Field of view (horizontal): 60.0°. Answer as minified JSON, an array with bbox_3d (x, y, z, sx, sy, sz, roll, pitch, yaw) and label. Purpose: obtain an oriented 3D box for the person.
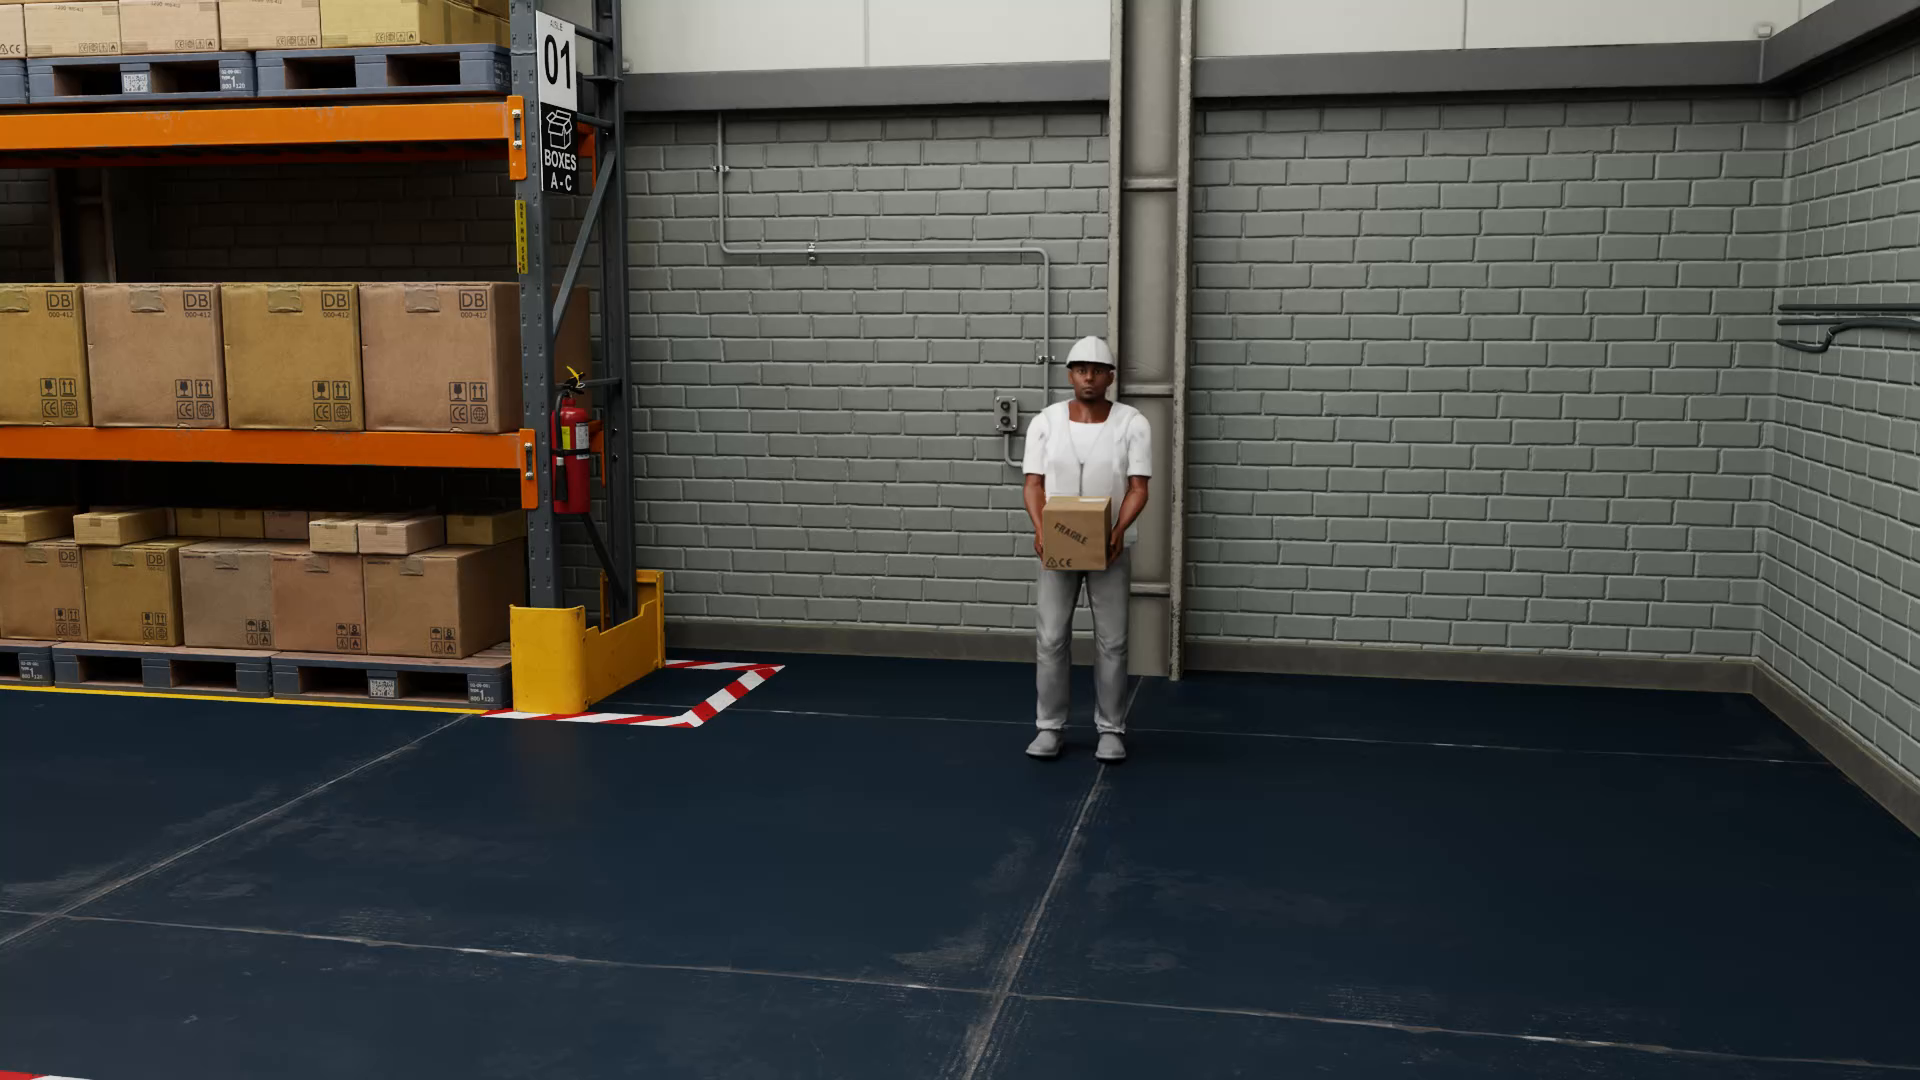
[{"bbox_3d":[0.515,-0.370,6.853,0.542,0.938,0.551,2,8,11],"label":"person"}]
